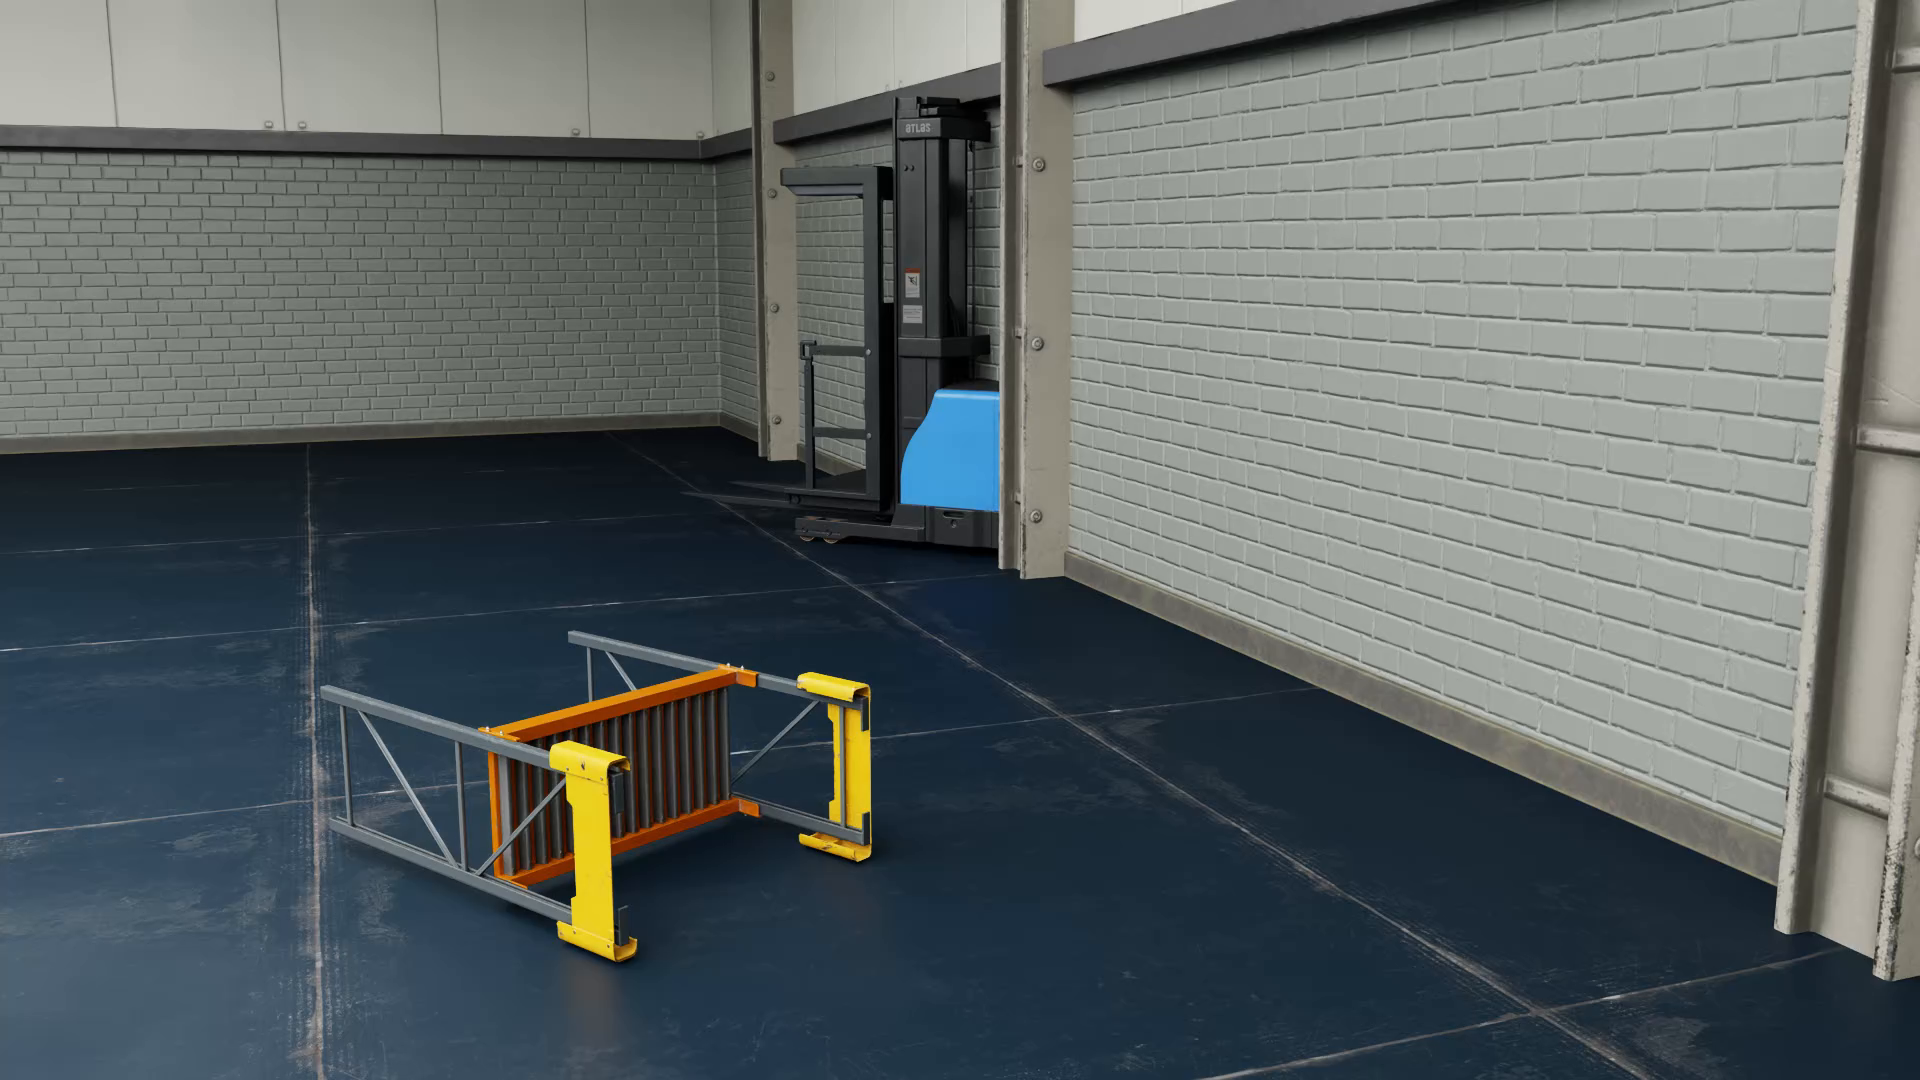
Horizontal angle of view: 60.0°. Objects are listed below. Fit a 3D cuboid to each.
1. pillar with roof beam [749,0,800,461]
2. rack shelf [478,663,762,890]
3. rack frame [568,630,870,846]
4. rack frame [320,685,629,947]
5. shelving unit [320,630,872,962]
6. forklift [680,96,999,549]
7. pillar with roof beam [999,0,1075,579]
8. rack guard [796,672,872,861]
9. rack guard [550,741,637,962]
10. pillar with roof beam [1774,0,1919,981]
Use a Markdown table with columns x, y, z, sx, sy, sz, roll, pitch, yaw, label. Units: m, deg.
| x | y | z | sx | sy | sz | roll | pitch | yaw | label |
| --- | --- | --- | --- | --- | --- | --- | --- | --- | --- |
| -5.731 | -4.941 | 13.505 | 9.100 | 9.000 | 0.400 | -4 | 11 | -21 | pillar with roof beam |
| -1.068 | 0.763 | 5.382 | 0.185 | 0.538 | 1.000 | 8 | 13 | 38 | rack shelf |
| -0.889 | 0.674 | 5.883 | 1.500 | 0.500 | 0.032 | 8 | 13 | 38 | rack frame |
| -1.527 | 0.812 | 5.104 | 1.500 | 0.500 | 0.032 | 8 | 13 | 38 | rack frame |
| -1.214 | 0.744 | 5.486 | 1.500 | 0.587 | 1.083 | 8 | 13 | 38 | shelving unit |
| -0.550 | -1.495 | 11.454 | 3.031 | 2.935 | 1.130 | 5 | 11 | 28 | forklift |
| -3.557 | -3.962 | 7.999 | 9.100 | 9.000 | 0.400 | -4 | 11 | -21 | pillar with roof beam |
| -0.415 | 0.745 | 5.482 | 0.250 | 0.587 | 0.087 | 8 | 13 | 38 | rack guard |
| -1.040 | 0.881 | 4.718 | 0.250 | 0.587 | 0.087 | 8 | 13 | 38 | rack guard |
| -1.382 | -2.983 | 2.493 | 9.100 | 9.000 | 0.400 | -4 | 11 | -21 | pillar with roof beam |
